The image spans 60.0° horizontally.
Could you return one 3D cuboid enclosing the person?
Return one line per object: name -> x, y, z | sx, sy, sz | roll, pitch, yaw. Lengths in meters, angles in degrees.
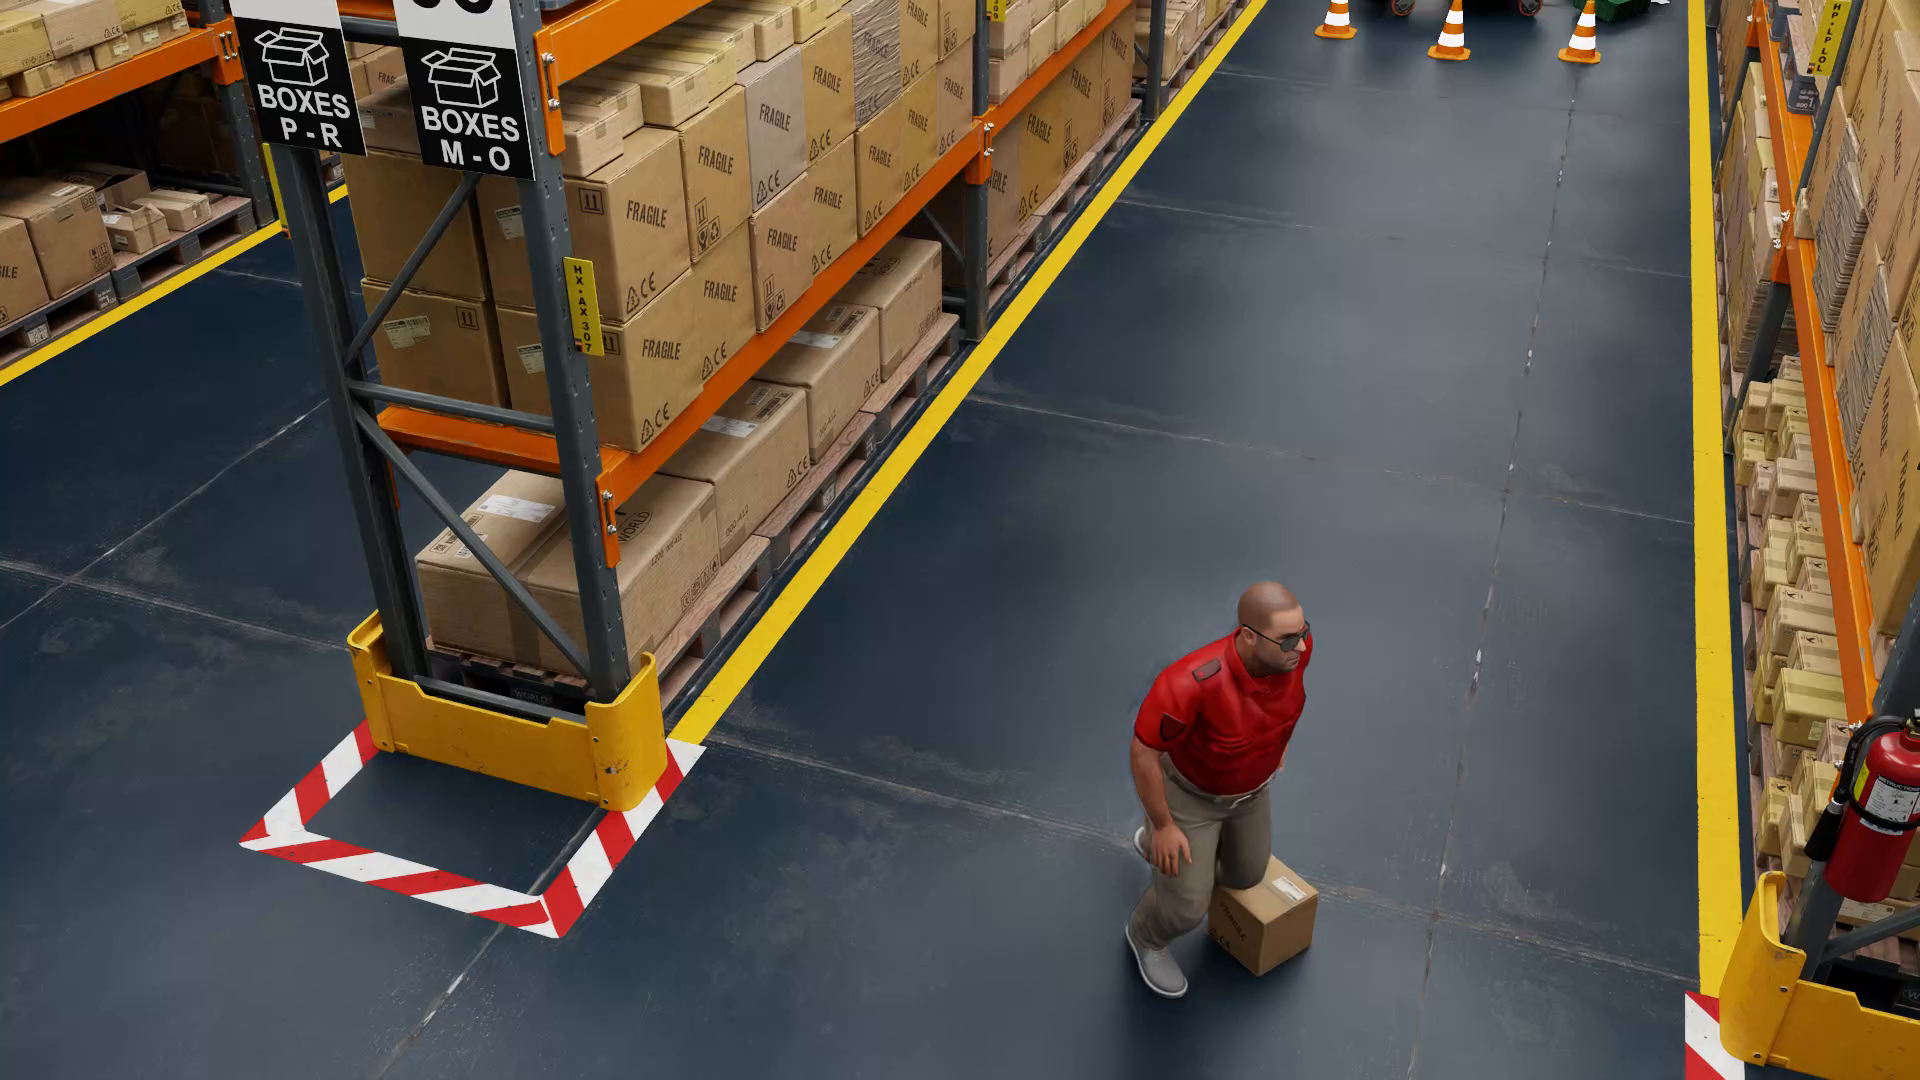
person -> 0.819, 0.771, 5.060 | 0.690, 1.638, 0.631 | -16, 36, -23
